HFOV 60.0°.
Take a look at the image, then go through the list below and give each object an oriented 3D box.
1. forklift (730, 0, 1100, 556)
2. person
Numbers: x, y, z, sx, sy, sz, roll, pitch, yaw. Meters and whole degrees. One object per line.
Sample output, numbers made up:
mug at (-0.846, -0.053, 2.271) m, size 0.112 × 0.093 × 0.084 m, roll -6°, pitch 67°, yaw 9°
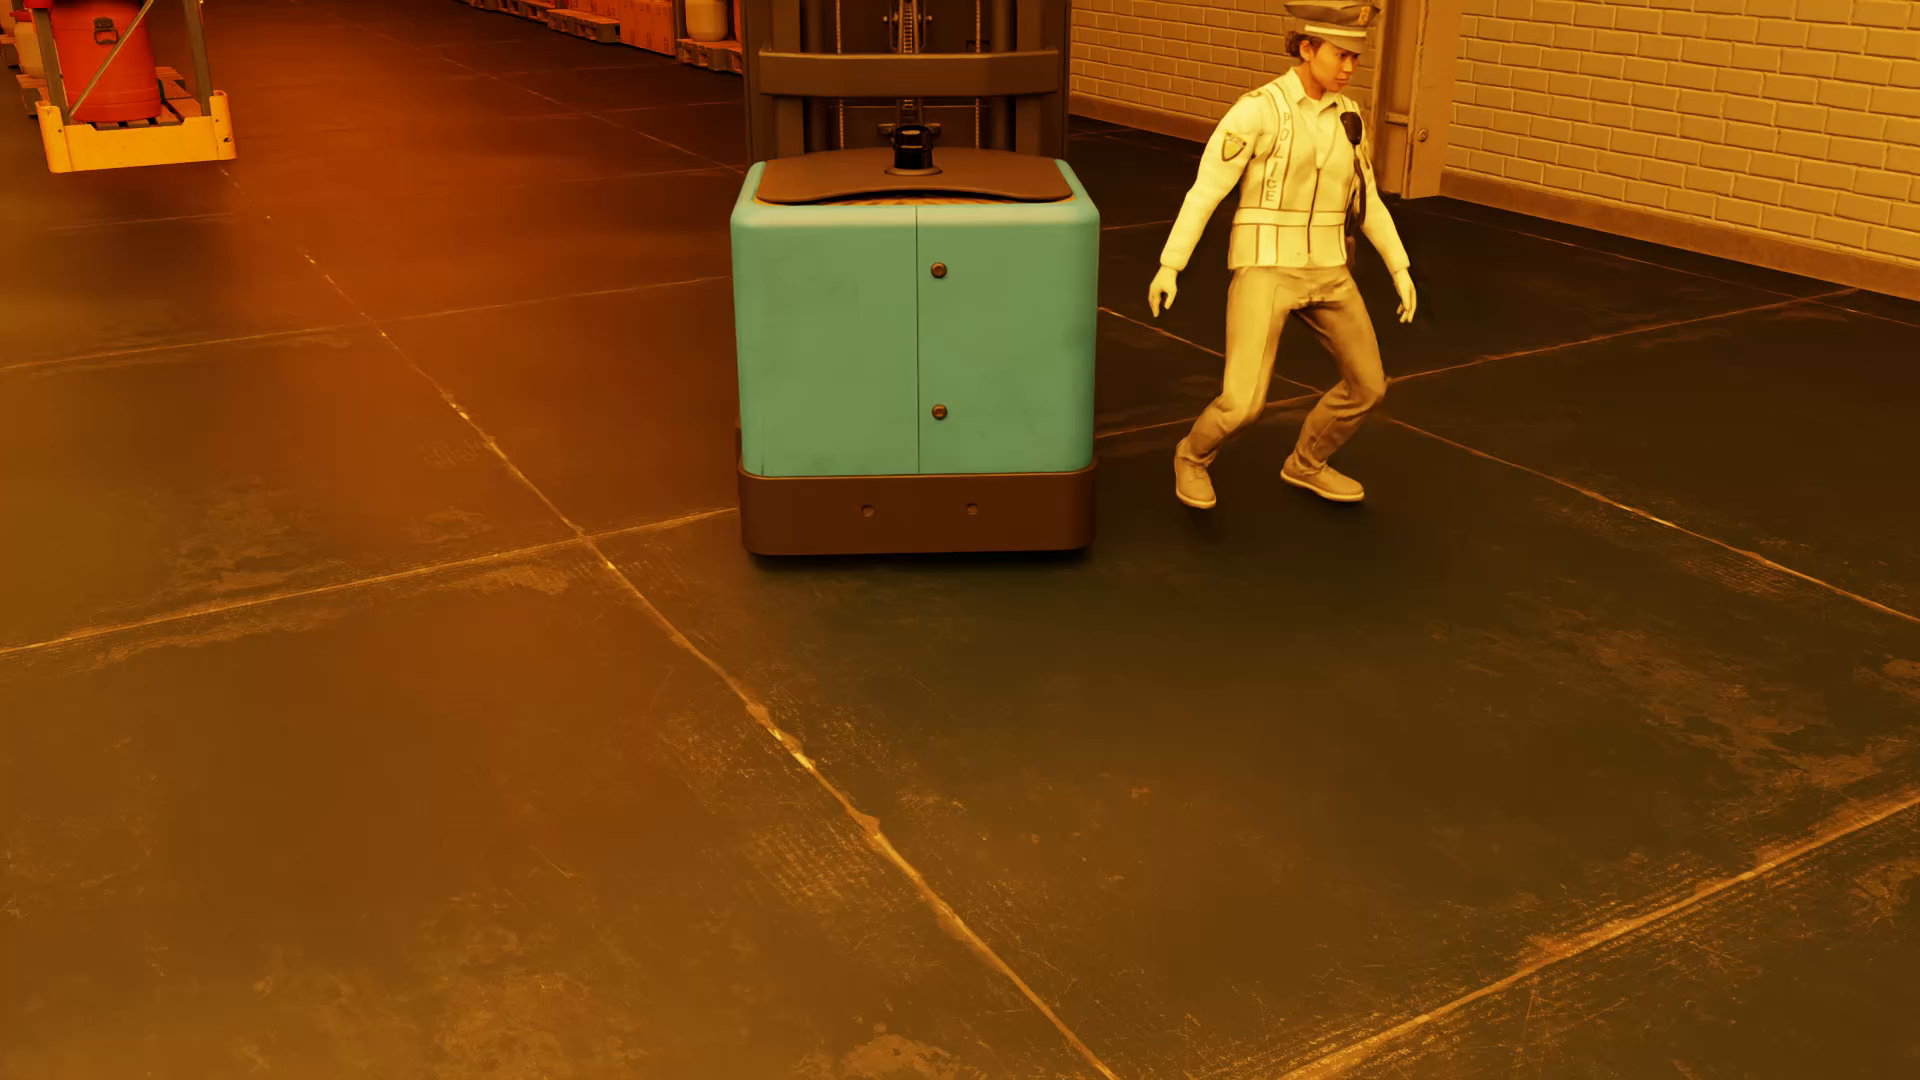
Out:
forklift at (-0.191, -1.825, 5.721) m, size 1.130 × 2.935 × 3.031 m, roll -1°, pitch 22°, yaw -3°
person at (0.973, -0.806, 4.974) m, size 0.829 × 1.563 × 0.478 m, roll -7°, pitch 23°, yaw -17°
